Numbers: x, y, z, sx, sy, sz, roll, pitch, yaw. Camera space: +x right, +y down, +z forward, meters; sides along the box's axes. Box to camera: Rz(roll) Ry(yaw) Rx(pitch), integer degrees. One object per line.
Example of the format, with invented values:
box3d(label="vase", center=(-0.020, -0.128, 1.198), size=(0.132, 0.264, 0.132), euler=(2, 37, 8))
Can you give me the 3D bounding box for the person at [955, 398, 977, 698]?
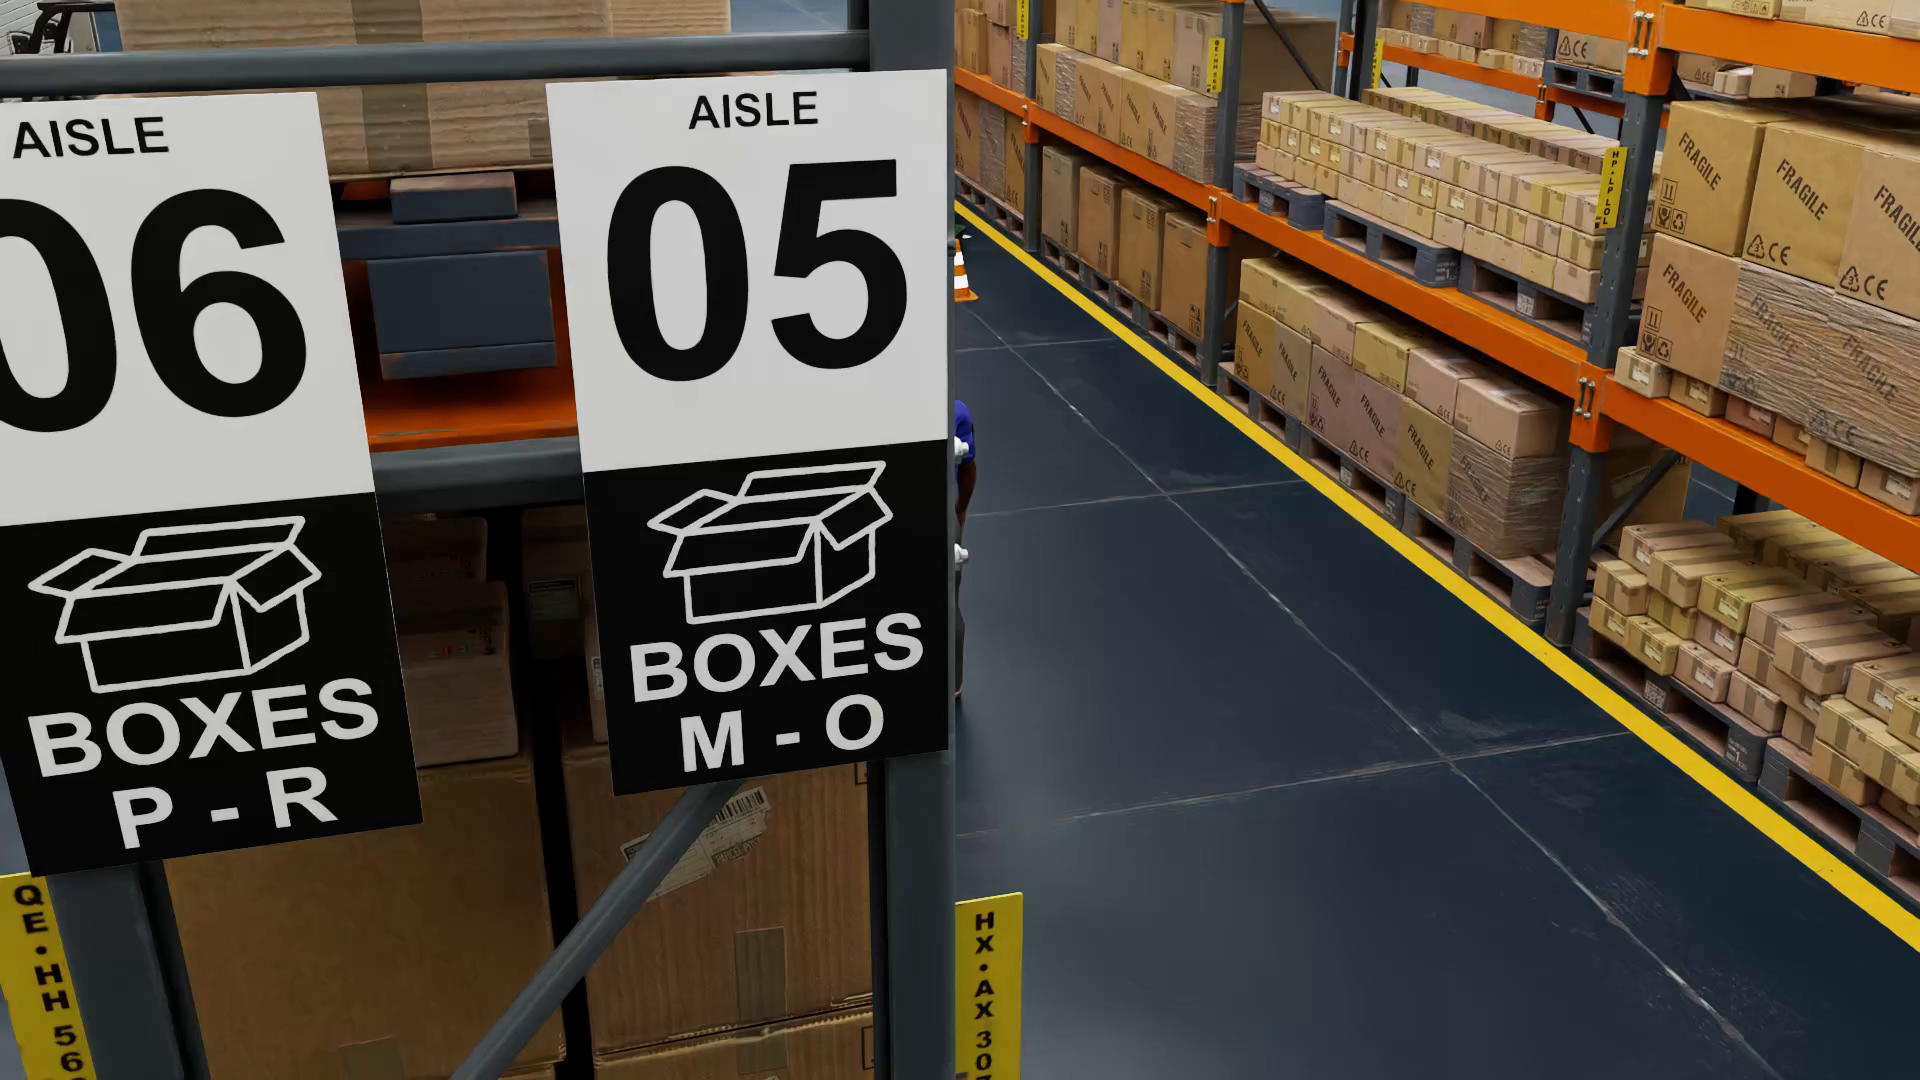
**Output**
box3d(label="person", center=(-0.202, -0.051, 6.701), size=(0.565, 1.654, 0.505), euler=(-12, 26, -27))
